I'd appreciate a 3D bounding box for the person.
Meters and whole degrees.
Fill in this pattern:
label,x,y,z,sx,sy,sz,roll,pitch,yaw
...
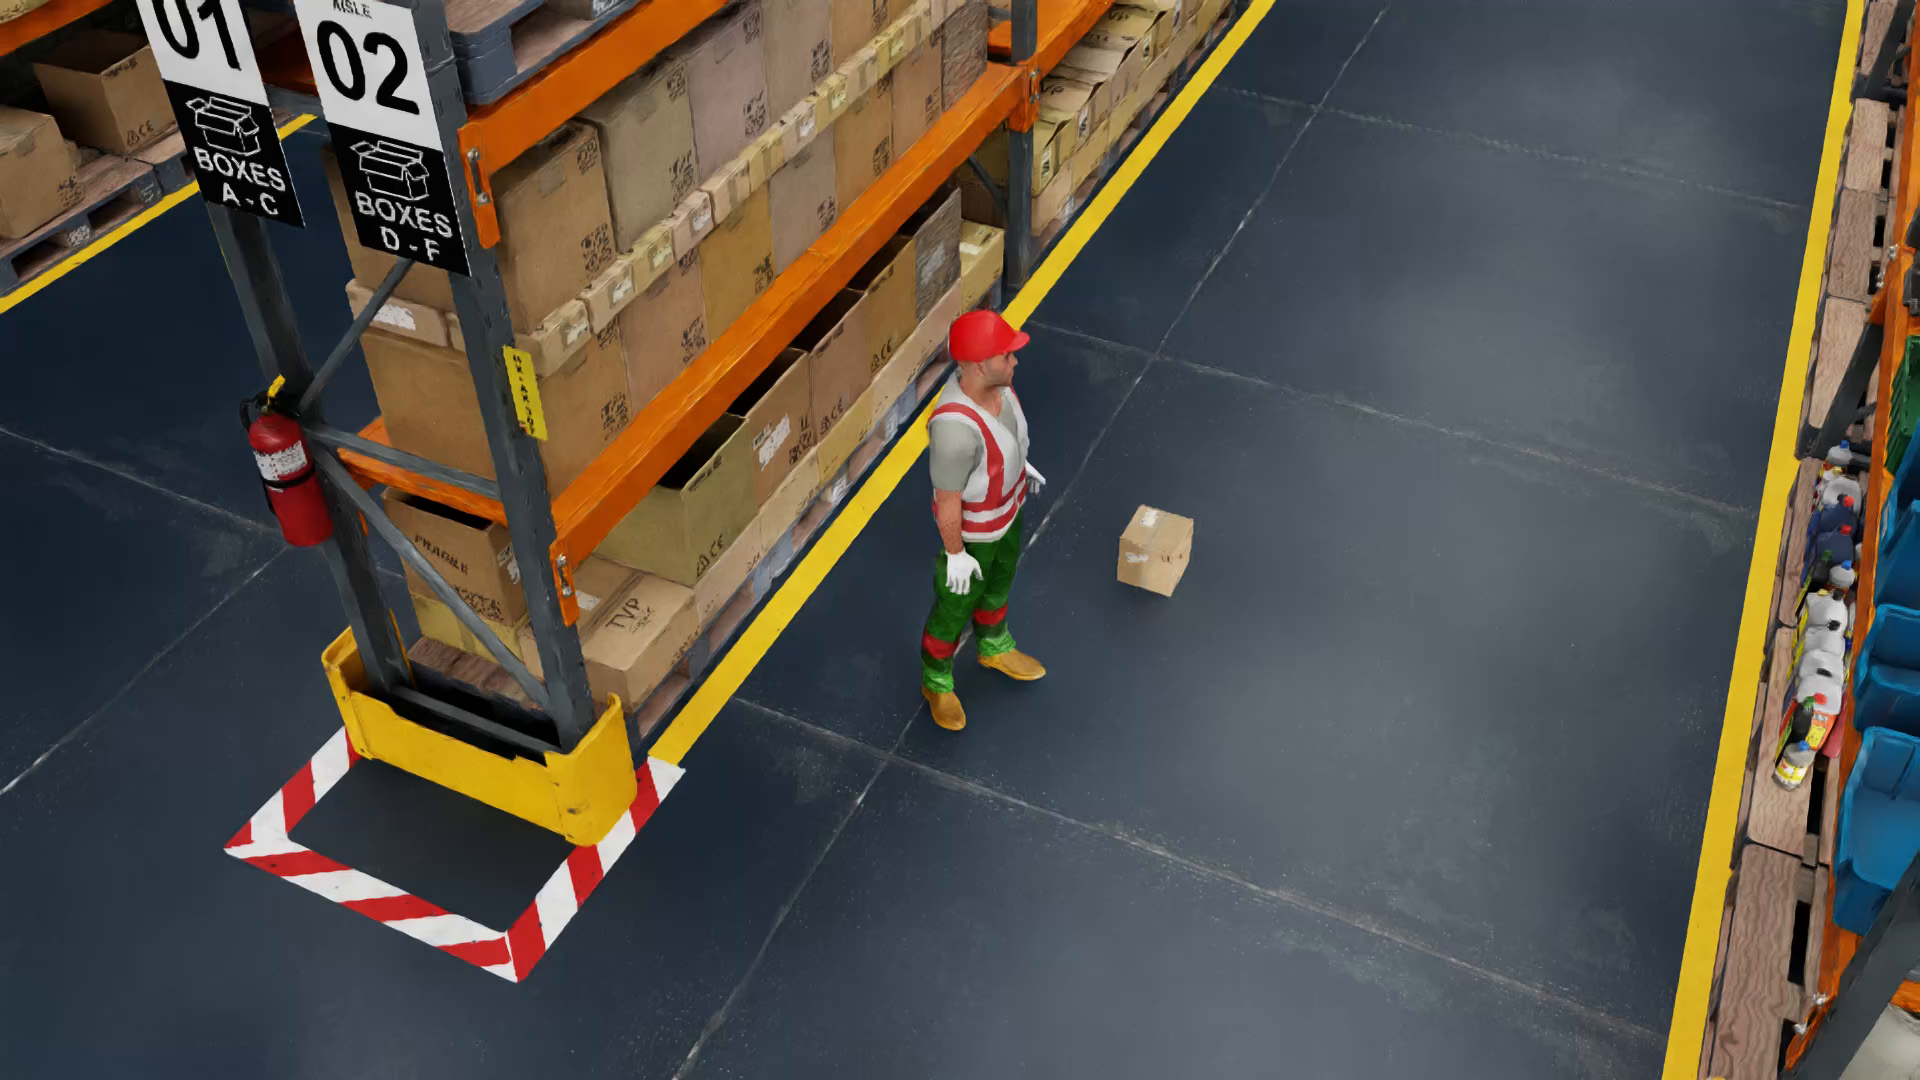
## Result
label,x,y,z,sx,sy,sz,roll,pitch,yaw
person,0.106,-0.108,6.228,0.449,1.791,0.668,16,44,17
